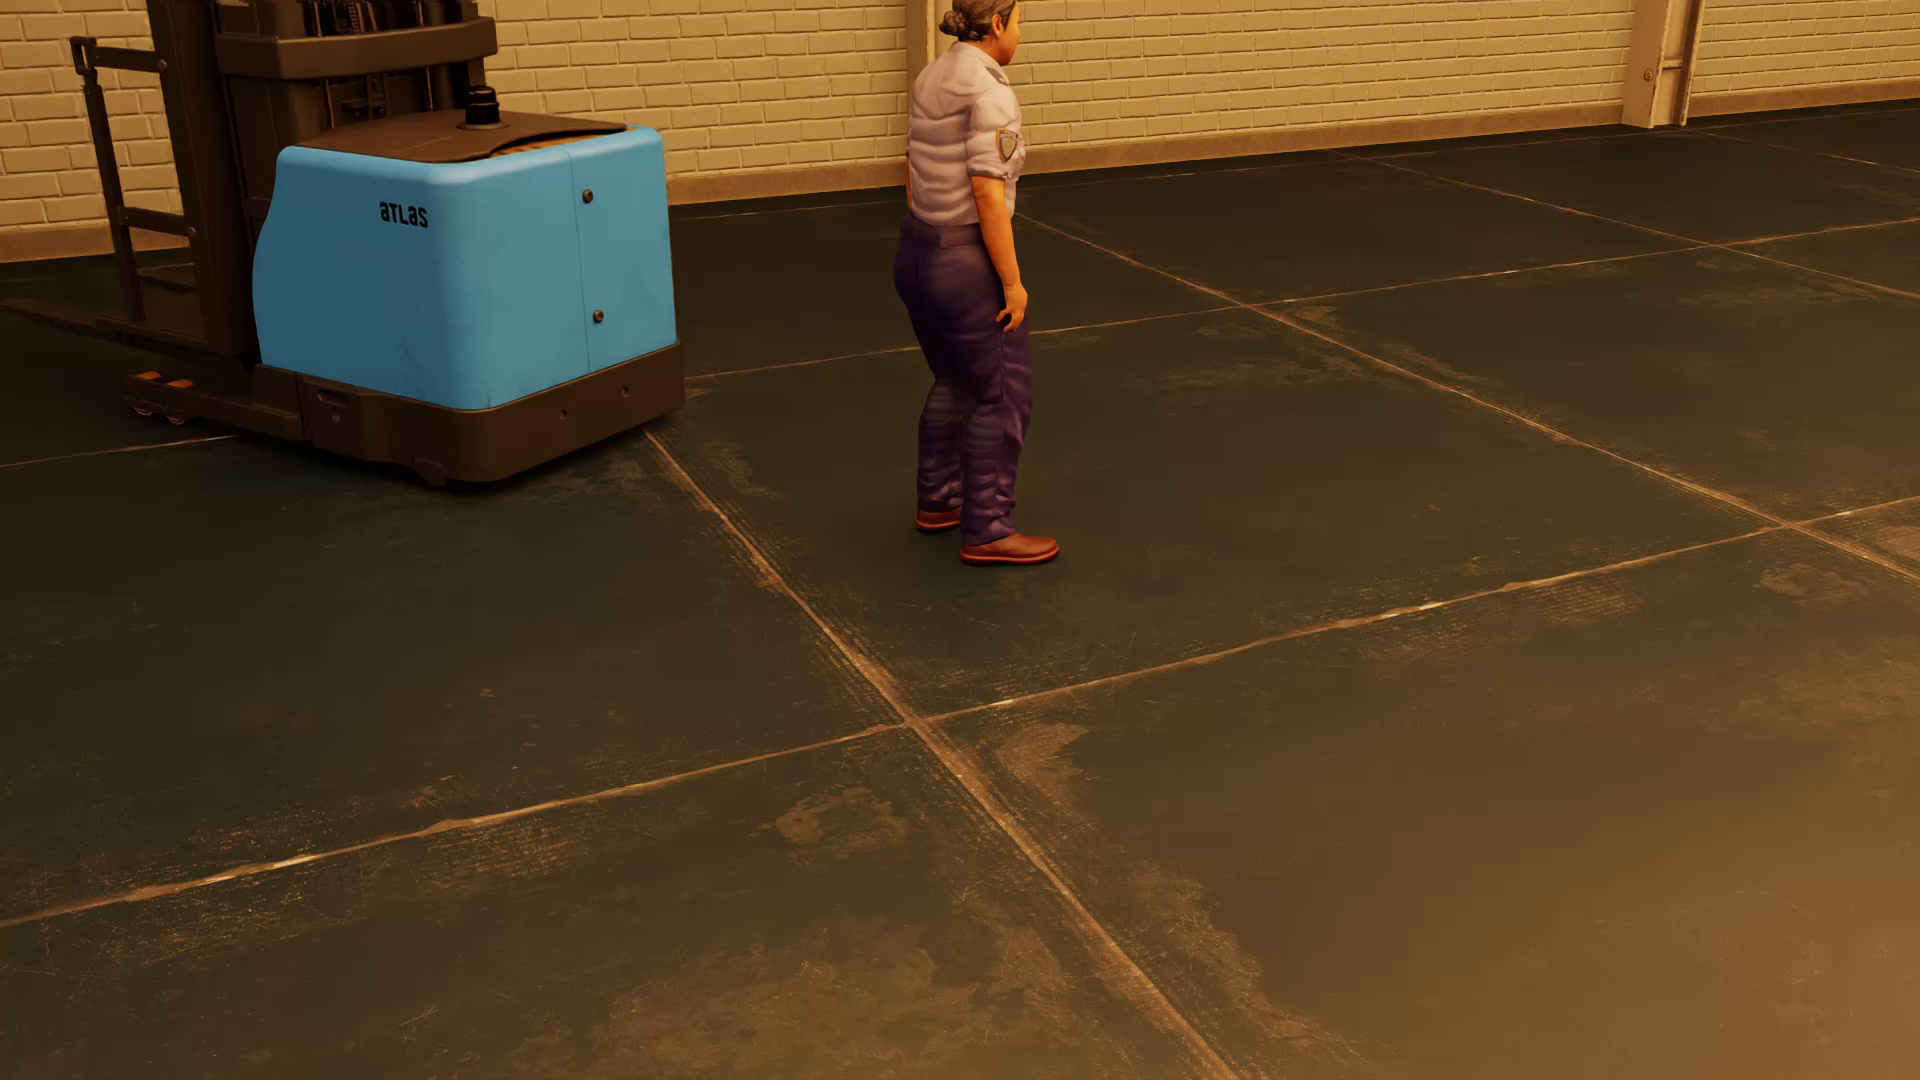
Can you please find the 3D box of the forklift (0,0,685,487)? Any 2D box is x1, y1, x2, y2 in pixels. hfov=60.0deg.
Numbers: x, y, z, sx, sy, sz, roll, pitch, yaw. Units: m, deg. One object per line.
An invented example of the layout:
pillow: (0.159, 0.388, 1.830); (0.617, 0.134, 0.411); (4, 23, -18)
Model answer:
forklift: (-2.534, -1.934, 5.942); (3.031, 2.935, 1.130); (13, 26, 29)

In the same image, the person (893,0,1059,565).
person: (0.028, -0.765, 4.800); (0.373, 1.651, 0.546); (-11, 25, -25)
